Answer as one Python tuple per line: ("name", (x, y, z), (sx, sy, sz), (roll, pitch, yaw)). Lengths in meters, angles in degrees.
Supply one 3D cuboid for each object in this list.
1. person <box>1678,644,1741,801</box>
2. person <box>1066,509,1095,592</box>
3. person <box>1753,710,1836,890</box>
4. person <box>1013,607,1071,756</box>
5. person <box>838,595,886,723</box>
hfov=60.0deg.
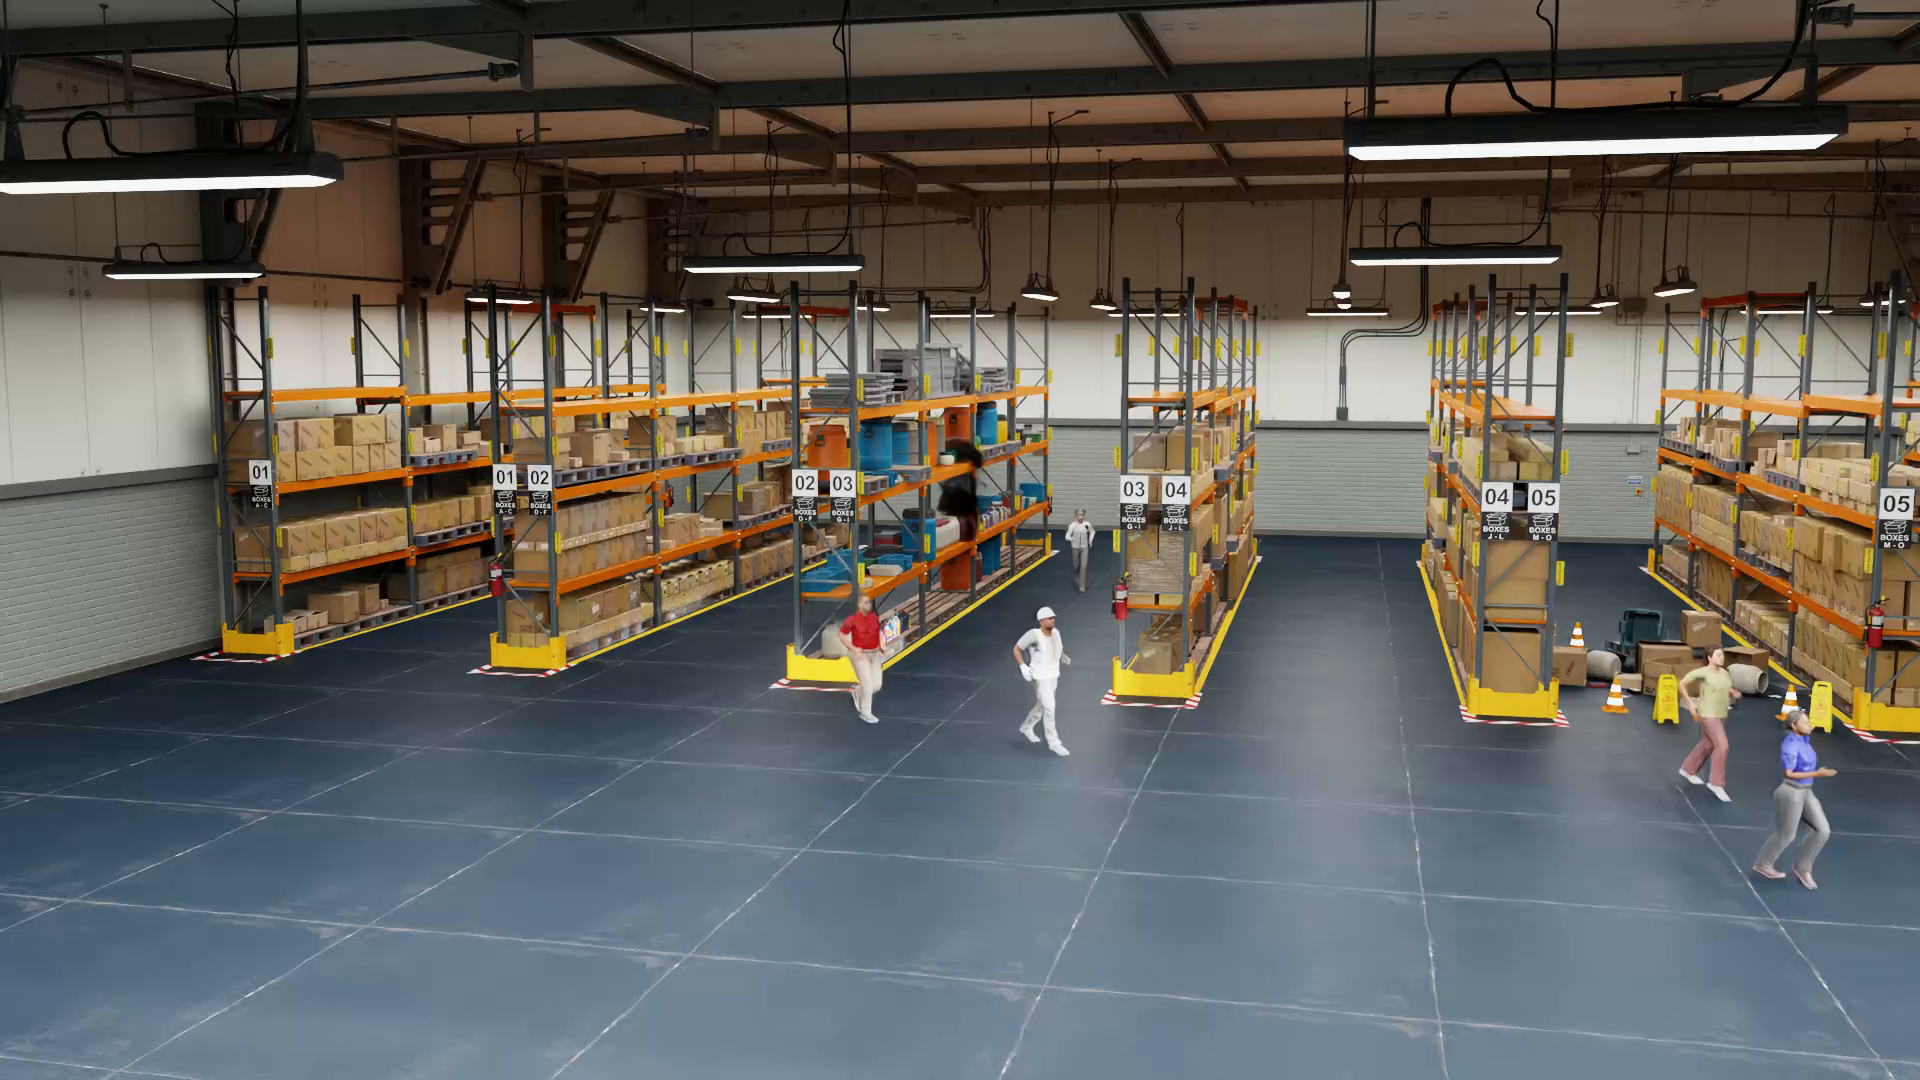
("person", (8.443, 2.022, 18.743), (0.549, 1.723, 0.752), (-4, 8, -31))
("person", (2.500, 0.188, 34.535), (0.616, 1.691, 0.921), (0, 7, 2))
("person", (7.792, 2.421, 15.472), (0.554, 1.702, 0.693), (-6, 9, -40))
("person", (1.054, 1.722, 20.716), (0.902, 1.793, 0.708), (6, 9, 42))
("person", (-1.337, 1.584, 22.515), (0.688, 1.703, 0.666), (-6, 9, -43))
